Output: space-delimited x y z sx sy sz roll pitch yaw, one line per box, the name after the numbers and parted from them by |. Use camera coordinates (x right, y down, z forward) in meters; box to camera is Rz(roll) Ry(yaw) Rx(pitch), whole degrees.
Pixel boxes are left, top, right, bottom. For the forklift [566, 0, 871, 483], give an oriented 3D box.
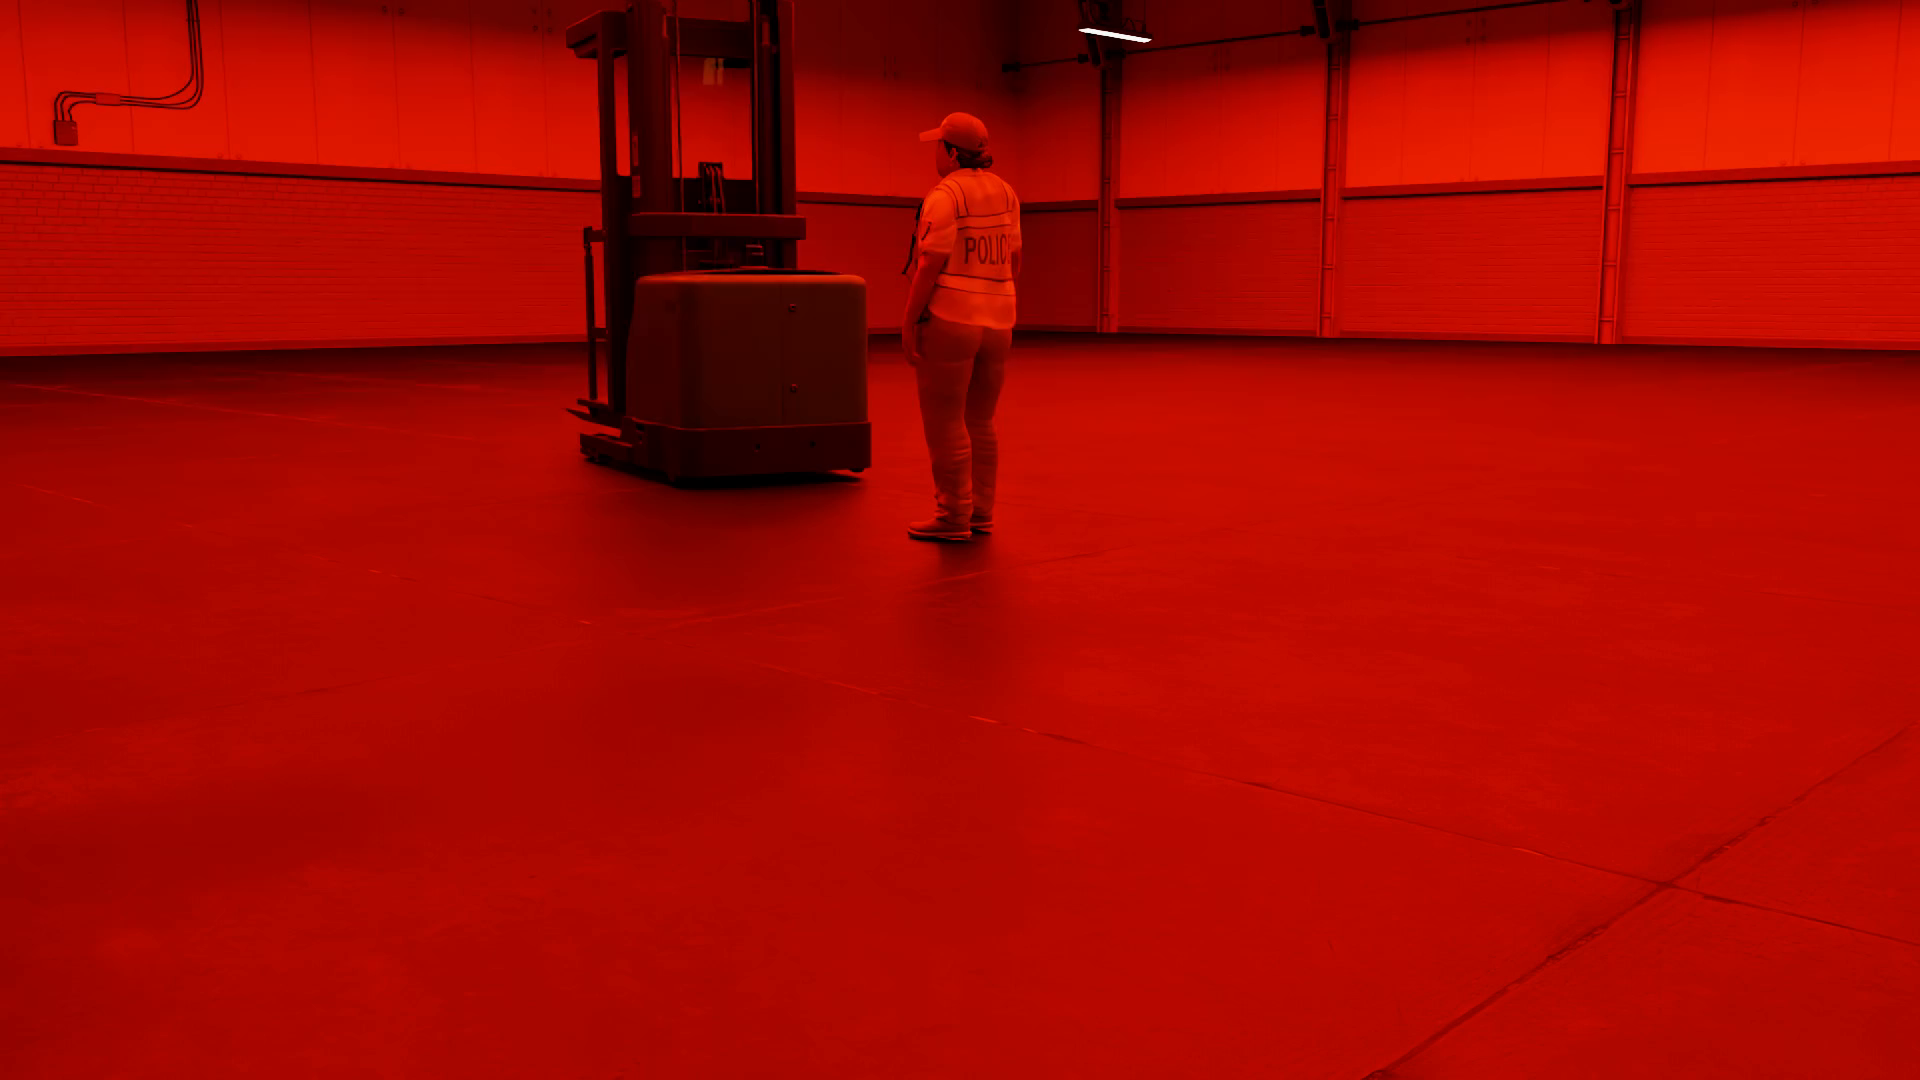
-1.599 -1.921 9.632 1.130 2.935 3.031 -4 10 -27 | forklift

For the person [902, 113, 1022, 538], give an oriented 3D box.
-0.040 -0.842 6.661 0.529 1.670 0.599 8 12 43 | person
